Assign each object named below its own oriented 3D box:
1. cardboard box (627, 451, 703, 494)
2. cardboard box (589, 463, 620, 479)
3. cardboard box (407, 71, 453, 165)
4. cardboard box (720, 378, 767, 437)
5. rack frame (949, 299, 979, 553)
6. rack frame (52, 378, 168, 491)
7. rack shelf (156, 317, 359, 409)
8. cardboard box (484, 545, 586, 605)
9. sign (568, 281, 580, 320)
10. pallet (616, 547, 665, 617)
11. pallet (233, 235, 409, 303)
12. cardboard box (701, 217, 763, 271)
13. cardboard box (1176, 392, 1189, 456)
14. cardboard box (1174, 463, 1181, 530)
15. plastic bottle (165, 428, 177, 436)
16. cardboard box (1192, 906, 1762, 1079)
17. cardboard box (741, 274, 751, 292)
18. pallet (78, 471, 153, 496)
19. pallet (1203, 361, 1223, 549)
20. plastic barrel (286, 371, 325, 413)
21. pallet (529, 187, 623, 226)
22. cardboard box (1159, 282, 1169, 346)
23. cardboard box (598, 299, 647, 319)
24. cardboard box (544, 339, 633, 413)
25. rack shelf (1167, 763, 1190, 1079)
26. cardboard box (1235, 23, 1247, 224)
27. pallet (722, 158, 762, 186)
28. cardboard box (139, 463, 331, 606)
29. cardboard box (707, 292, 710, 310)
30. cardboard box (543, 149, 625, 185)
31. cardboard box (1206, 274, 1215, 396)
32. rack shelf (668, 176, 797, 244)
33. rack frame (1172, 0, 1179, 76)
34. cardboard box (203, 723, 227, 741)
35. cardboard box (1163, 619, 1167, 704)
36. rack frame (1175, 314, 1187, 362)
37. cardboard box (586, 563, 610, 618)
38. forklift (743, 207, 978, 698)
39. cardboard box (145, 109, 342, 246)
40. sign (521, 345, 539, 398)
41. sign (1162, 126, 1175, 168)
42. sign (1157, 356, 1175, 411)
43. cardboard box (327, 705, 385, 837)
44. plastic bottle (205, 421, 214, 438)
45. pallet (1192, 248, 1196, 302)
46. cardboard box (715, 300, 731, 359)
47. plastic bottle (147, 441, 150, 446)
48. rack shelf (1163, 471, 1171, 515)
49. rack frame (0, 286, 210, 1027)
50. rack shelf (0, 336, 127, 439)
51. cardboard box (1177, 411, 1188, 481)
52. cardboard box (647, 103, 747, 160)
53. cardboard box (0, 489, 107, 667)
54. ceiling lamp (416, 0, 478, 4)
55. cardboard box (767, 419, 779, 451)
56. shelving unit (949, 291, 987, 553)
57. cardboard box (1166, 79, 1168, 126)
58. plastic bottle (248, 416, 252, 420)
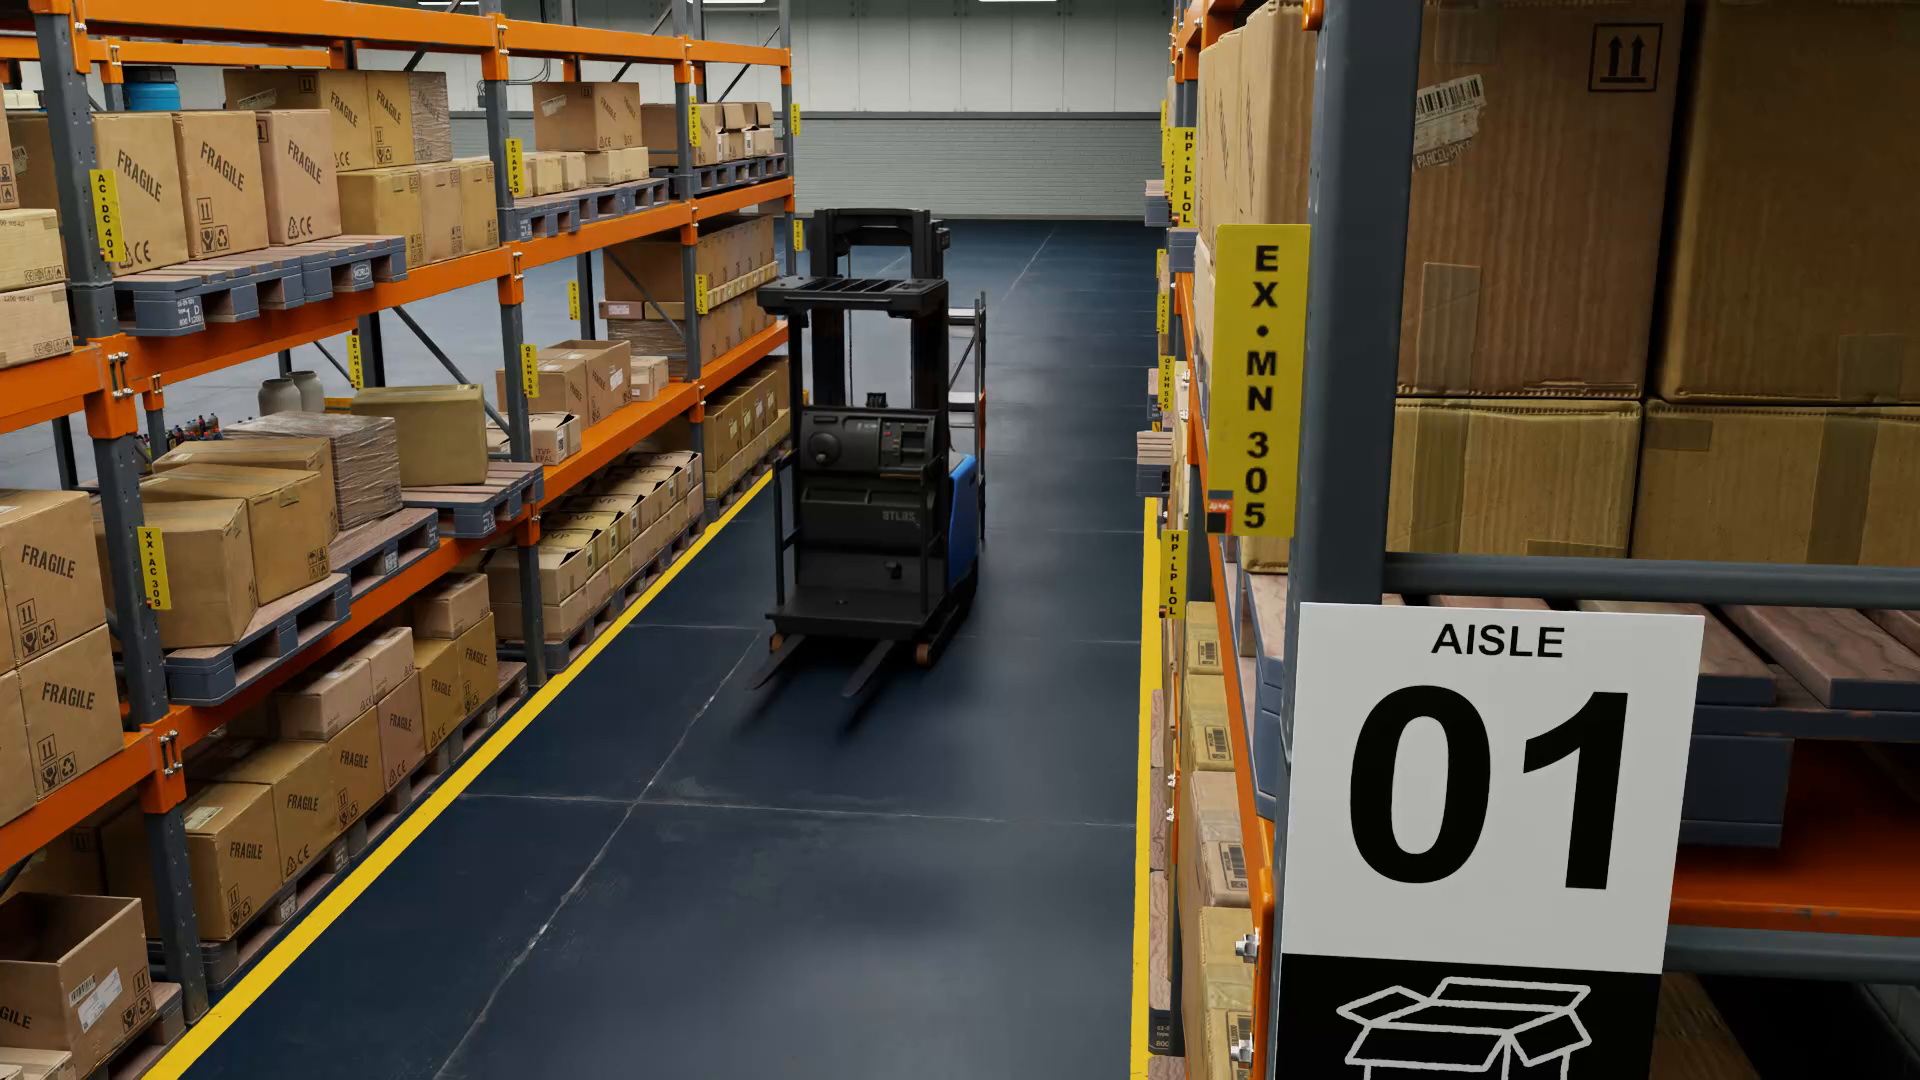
[{"bbox_3d":[-2.481,-0.595,14.004,0.500,0.311,0.500,2,15,6],"label":"cardboard box"},{"bbox_3d":[-3.076,-0.479,13.575,0.500,0.311,0.500,2,15,6],"label":"cardboard box"},{"bbox_3d":[-3.227,-2.391,9.404,0.500,0.500,0.500,2,15,6],"label":"cardboard box"},{"bbox_3d":[-2.190,-1.300,16.249,0.500,0.500,0.500,2,15,6],"label":"cardboard box"},{"bbox_3d":[-0.046,-0.907,13.495,0.400,2.100,0.015,2,15,6],"label":"rack frame"},{"bbox_3d":[-7.641,-1.709,14.736,1.000,3.000,0.127,2,15,6],"label":"rack frame"},{"bbox_3d":[-7.416,-1.881,16.748,1.077,0.370,4.000,2,15,6],"label":"rack shelf"},{"bbox_3d":[-2.821,0.202,11.058,0.500,0.311,0.500,2,15,8],"label":"cardboard box"},{"bbox_3d":[-3.272,-2.034,14.129,0.100,0.325,0.005,2,15,6],"label":"sign"},{"bbox_3d":[-2.900,0.293,12.673,1.003,0.211,1.213,2,15,6],"label":"pallet"},{"bbox_3d":[-3.366,-1.281,7.766,1.213,0.211,1.003,2,15,6],"label":"pallet"},{"bbox_3d":[-2.394,-3.003,16.845,0.700,0.500,0.500,1,15,5],"label":"cardboard box"},{"bbox_3d":[1.331,-0.564,8.265,0.500,0.250,0.500,2,15,7],"label":"cardboard box"},{"bbox_3d":[1.265,-0.063,7.850,0.500,0.500,0.500,2,15,8],"label":"cardboard box"},{"bbox_3d":[-7.775,-0.958,16.333,0.152,0.276,0.135,2,15,7],"label":"plastic bottle"},{"bbox_3d":[0.967,1.229,3.297,0.980,0.700,0.700,2,15,6],"label":"cardboard box"},{"bbox_3d":[-2.267,-2.521,16.303,0.380,0.149,0.250,2,15,8],"label":"cardboard box"},{"bbox_3d":[-7.524,-0.536,15.740,1.003,0.211,1.213,2,15,6],"label":"pallet"},{"bbox_3d":[1.057,-0.220,3.653,1.003,0.211,1.213,2,15,6],"label":"pallet"},{"bbox_3d":[-7.188,-1.575,18.203,0.421,0.512,0.421,0,15,0],"label":"plastic barrel"},{"bbox_3d":[-3.060,-2.350,11.723,1.003,0.211,1.213,2,15,9],"label":"pallet"},{"bbox_3d":[1.999,-1.978,14.543,0.500,0.500,0.500,2,15,6],"label":"cardboard box"},{"bbox_3d":[-2.902,-2.000,14.380,0.380,0.149,0.250,2,15,6],"label":"cardboard box"},{"bbox_3d":[-2.882,-1.275,12.940,0.500,0.500,0.500,3,15,10],"label":"cardboard box"},{"bbox_3d":[1.074,1.524,4.159,1.077,0.370,4.000,2,15,6],"label":"rack shelf"},{"bbox_3d":[0.727,-0.621,2.820,0.500,0.500,0.500,2,15,8],"label":"cardboard box"},{"bbox_3d":[-2.509,-3.505,15.801,1.003,0.211,1.213,2,15,6],"label":"pallet"},{"bbox_3d":[-3.333,-0.035,7.548,0.700,0.500,0.500,4,16,15],"label":"cardboard box"},{"bbox_3d":[-2.442,-2.120,14.821,0.380,0.149,0.250,1,15,5],"label":"cardboard box"},{"bbox_3d":[-2.858,-2.839,12.649,0.500,0.250,0.500,0,15,1],"label":"cardboard box"},{"bbox_3d":[0.779,-0.400,3.438,0.500,0.250,0.500,1,15,5],"label":"cardboard box"},{"bbox_3d":[-2.494,-3.182,15.814,1.077,0.370,4.000,2,15,6],"label":"rack shelf"},{"bbox_3d":[2.654,-5.351,16.711,1.000,3.000,0.127,2,15,6],"label":"rack frame"},{"bbox_3d":[-3.731,1.112,8.247,0.500,0.500,0.500,2,15,7],"label":"cardboard box"},{"bbox_3d":[1.538,0.642,9.355,0.750,0.750,0.750,1,15,6],"label":"cardboard box"},{"bbox_3d":[1.751,-0.380,9.820,1.000,3.000,0.127,2,15,6],"label":"rack frame"},{"bbox_3d":[-2.765,0.342,11.613,0.500,0.250,0.500,1,15,5],"label":"cardboard box"},{"bbox_3d":[-0.667,-0.674,11.041,1.130,2.935,3.031,3,15,11],"label":"forklift"},{"bbox_3d":[-3.345,-1.709,7.802,0.600,0.600,0.600,1,15,4],"label":"cardboard box"},{"bbox_3d":[-2.631,-1.032,10.166,0.100,0.325,0.005,2,15,6],"label":"sign"},{"bbox_3d":[1.662,-3.129,13.250,0.100,0.325,0.005,2,15,6],"label":"sign"},{"bbox_3d":[1.211,-0.914,9.730,0.100,0.325,0.005,2,15,6],"label":"sign"},{"bbox_3d":[-3.213,1.121,8.217,0.500,0.500,0.500,2,15,7],"label":"cardboard box"},{"bbox_3d":[-7.716,-1.120,17.076,0.097,0.201,0.097,0,15,0],"label":"plastic bottle"},{"bbox_3d":[1.608,-1.278,7.757,1.003,0.211,1.213,2,15,9],"label":"pallet"},{"bbox_3d":[-2.563,-1.993,15.594,0.700,0.500,0.500,2,15,7],"label":"cardboard box"},{"bbox_3d":[-7.683,-0.834,15.876,0.152,0.276,0.135,2,15,6],"label":"plastic bottle"},{"bbox_3d":[1.977,-0.551,11.833,1.077,0.370,4.000,2,15,6],"label":"rack shelf"},{"bbox_3d":[-3.623,0.513,6.520,1.000,3.000,0.127,2,15,6],"label":"rack frame"},{"bbox_3d":[-3.848,-0.069,4.304,1.077,0.370,4.000,2,15,6],"label":"rack shelf"},{"bbox_3d":[1.280,-0.431,7.775,0.500,0.250,0.500,1,15,5],"label":"cardboard box"},{"bbox_3d":[-2.409,-3.754,15.281,0.797,0.503,0.637,3,16,12],"label":"cardboard box"},{"bbox_3d":[-3.423,0.120,5.863,0.500,0.500,0.500,2,15,7],"label":"cardboard box"},{"bbox_3d":[-12.853,-15.310,42.361,2.000,3.185,0.800,2,15,6],"label":"ceiling lamp"},{"bbox_3d":[-2.135,-1.068,16.827,0.500,0.250,0.500,2,15,6],"label":"cardboard box"},{"bbox_3d":[-0.019,-0.971,13.729,0.431,2.100,0.503,2,15,6],"label":"shelving unit"},{"bbox_3d":[2.262,-4.222,16.137,0.500,0.500,0.500,2,15,6],"label":"cardboard box"},{"bbox_3d":[-7.048,-1.047,16.521,0.144,0.351,0.185,2,15,9],"label":"plastic bottle"}]
